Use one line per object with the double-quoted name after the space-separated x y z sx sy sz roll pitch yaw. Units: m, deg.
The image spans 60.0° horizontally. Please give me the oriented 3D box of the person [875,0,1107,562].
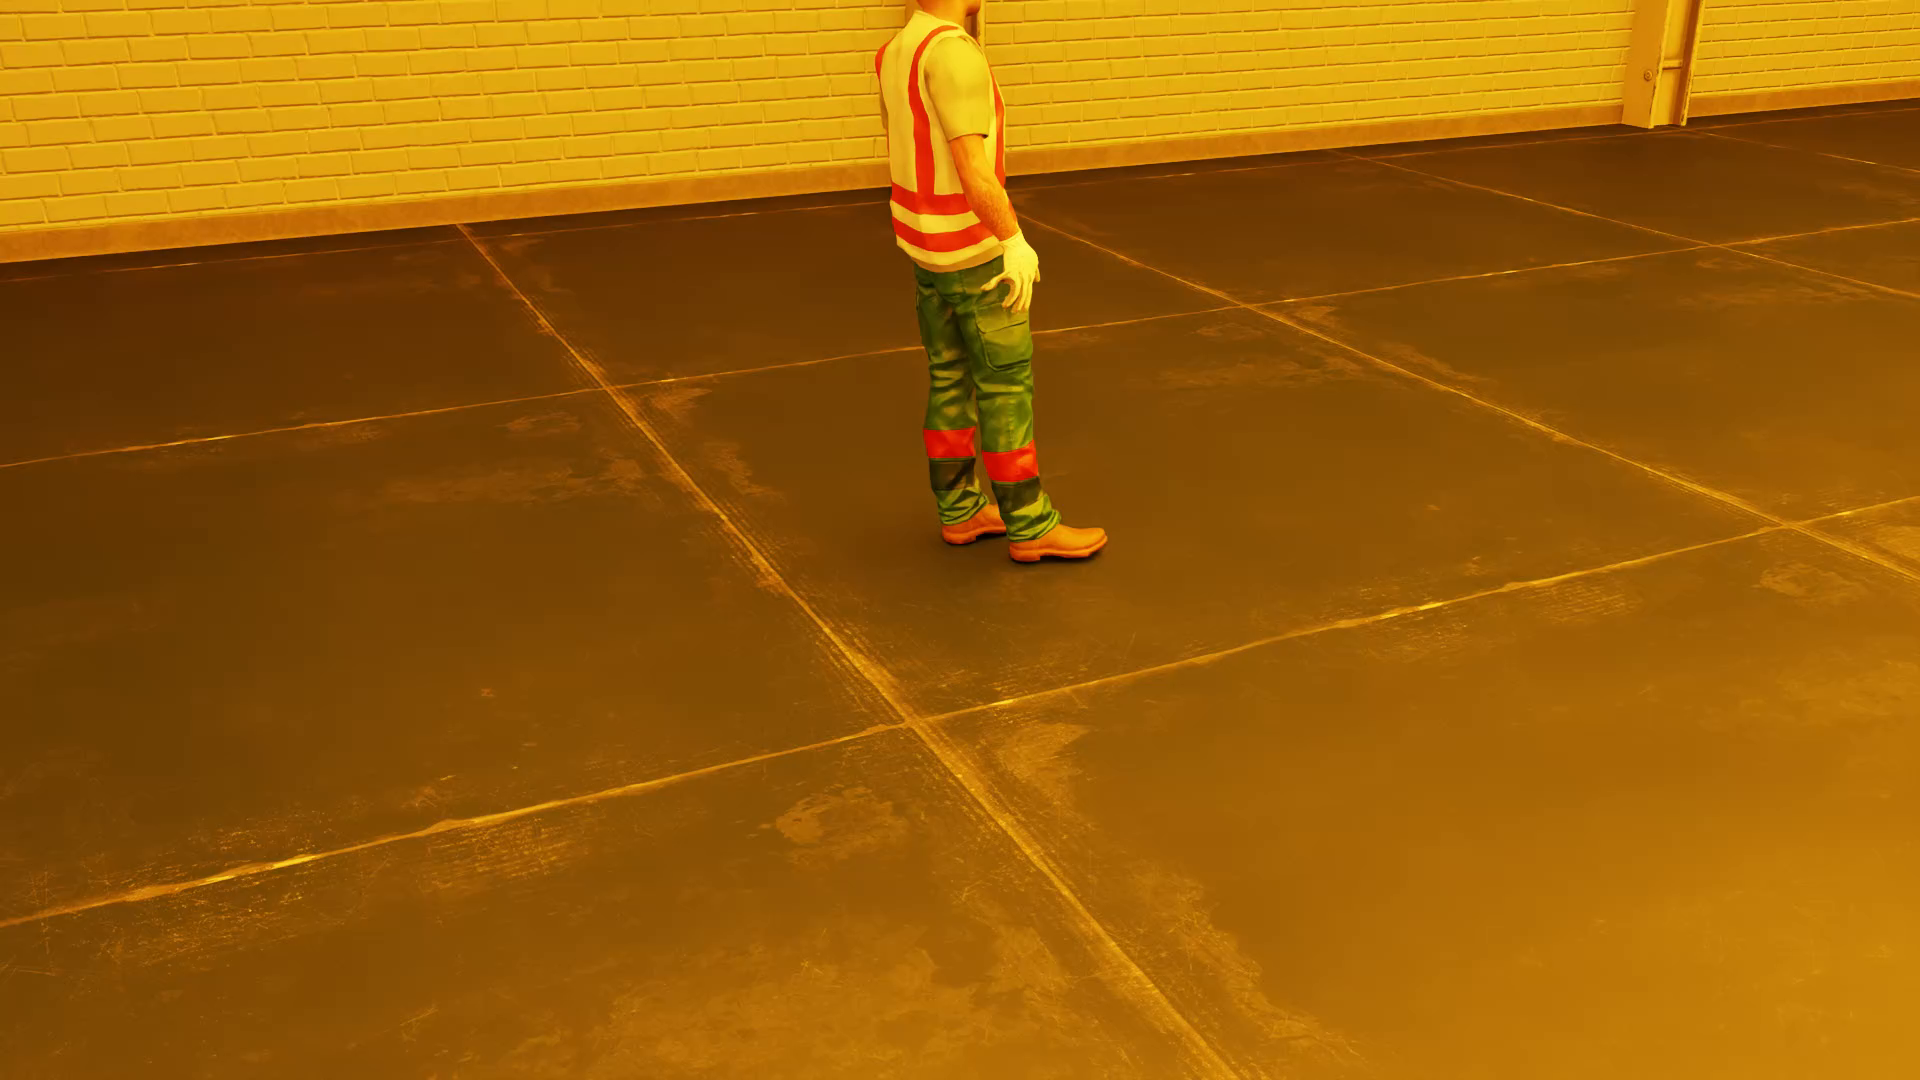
0.078 -0.842 4.784 0.562 1.789 0.638 -10 25 -23 "person"
